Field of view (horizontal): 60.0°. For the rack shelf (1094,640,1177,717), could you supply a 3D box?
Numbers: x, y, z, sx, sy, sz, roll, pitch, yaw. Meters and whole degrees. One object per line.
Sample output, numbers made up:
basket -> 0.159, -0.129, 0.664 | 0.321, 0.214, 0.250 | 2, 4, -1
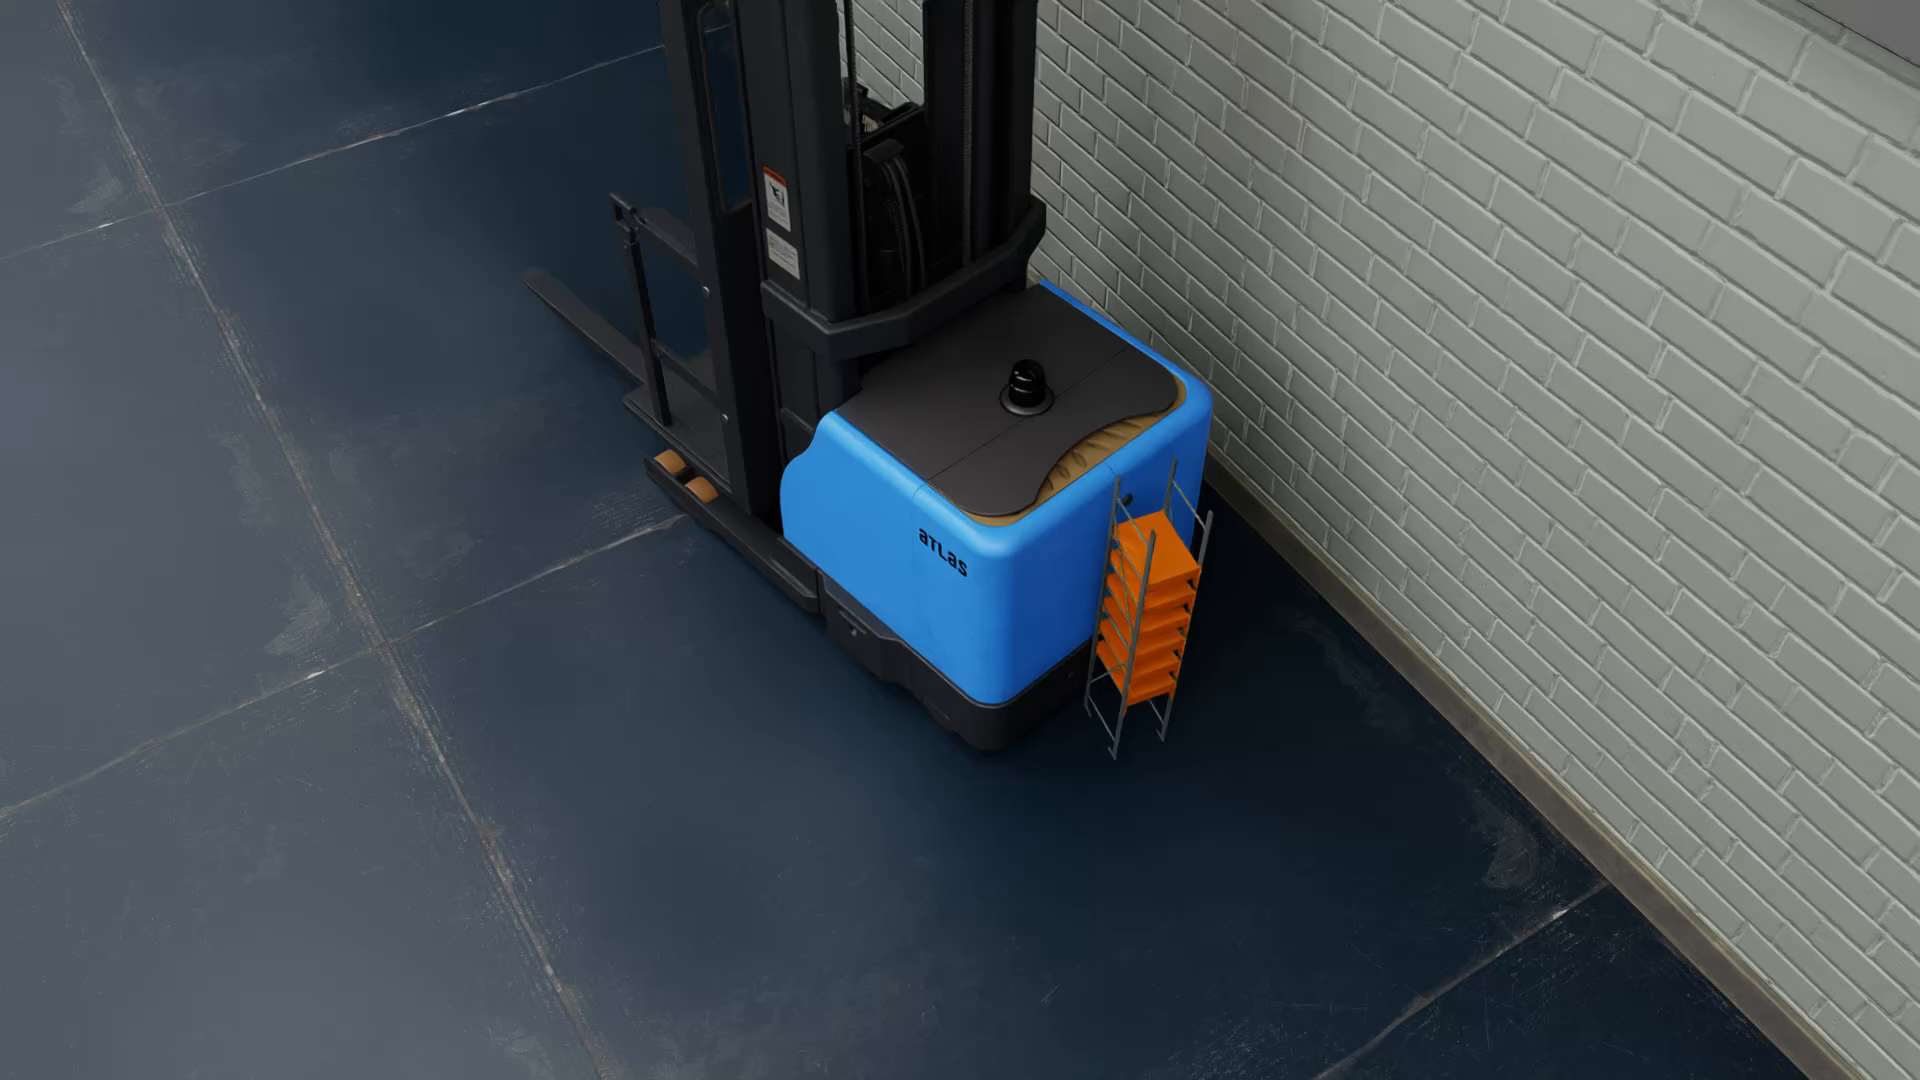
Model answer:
rack shelf -> 0.566, 0.427, 5.438 | 0.180, 0.103, 0.258 | -18, 54, -15

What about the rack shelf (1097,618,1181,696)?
rack shelf -> 0.568, 0.351, 5.345 | 0.180, 0.103, 0.258 | -18, 54, -15

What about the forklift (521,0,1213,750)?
forklift -> -0.557, -1.286, 5.433 | 1.130, 2.935, 3.031 | -35, 57, -27

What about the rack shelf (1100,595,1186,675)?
rack shelf -> 0.571, 0.276, 5.252 | 0.180, 0.103, 0.258 | -18, 54, -15

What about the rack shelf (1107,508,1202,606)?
rack shelf -> 0.579, 0.049, 4.972 | 0.180, 0.103, 0.258 | -18, 54, -15

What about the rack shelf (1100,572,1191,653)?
rack shelf -> 0.574, 0.200, 5.158 | 0.180, 0.103, 0.258 | -18, 54, -15

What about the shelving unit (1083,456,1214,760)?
shelving unit -> 0.572, 0.248, 5.217 | 0.189, 1.200, 0.258 | -18, 54, -15

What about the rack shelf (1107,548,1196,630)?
rack shelf -> 0.576, 0.125, 5.065 | 0.180, 0.103, 0.258 | -18, 54, -15

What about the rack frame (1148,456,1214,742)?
rack frame -> 0.656, 0.221, 5.241 | 0.006, 1.200, 0.240 | -18, 54, -15

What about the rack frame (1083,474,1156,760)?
rack frame -> 0.488, 0.275, 5.193 | 0.006, 1.200, 0.240 | -18, 54, -15
